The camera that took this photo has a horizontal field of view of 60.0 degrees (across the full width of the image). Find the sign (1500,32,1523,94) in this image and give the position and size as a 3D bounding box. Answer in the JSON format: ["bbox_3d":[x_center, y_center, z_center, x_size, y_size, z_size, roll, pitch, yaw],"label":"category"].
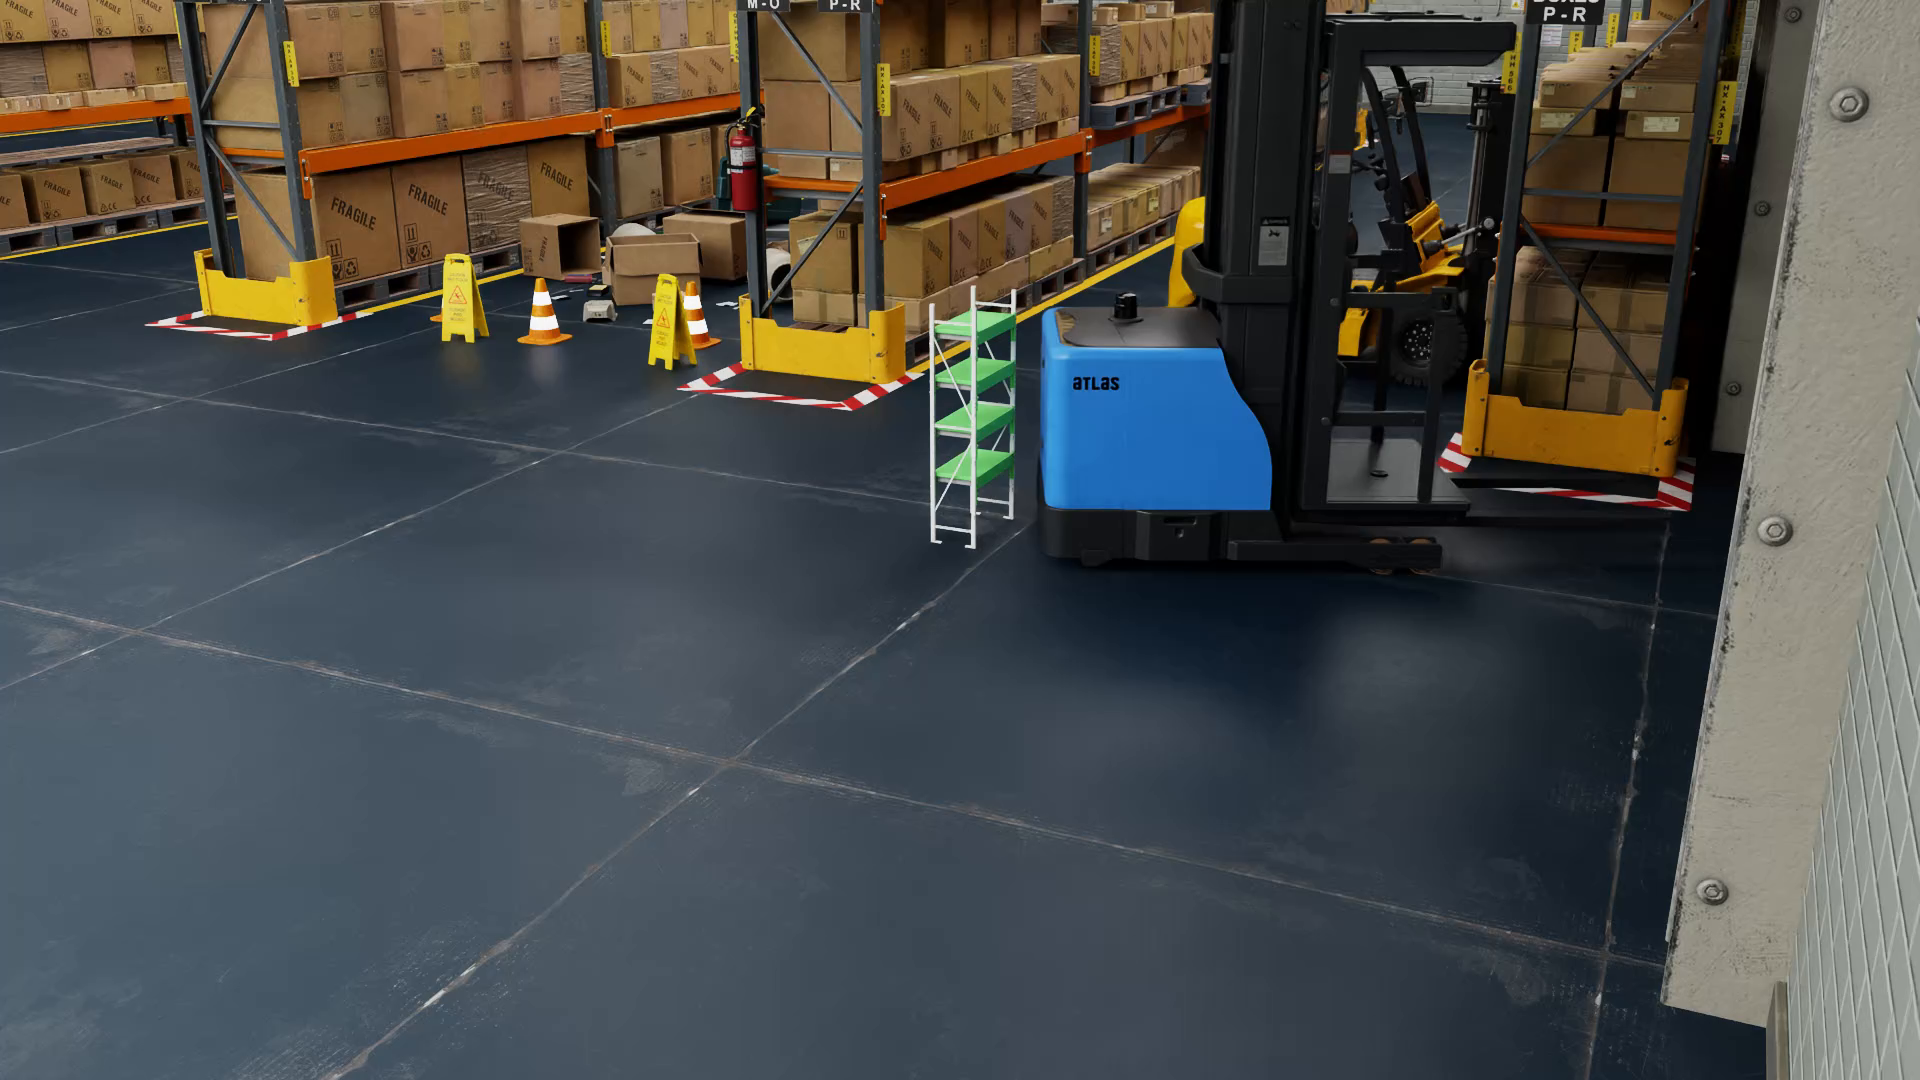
[{"bbox_3d":[3.049,-2.632,9.174,0.100,0.325,0.005,9,21,23],"label":"sign"}]

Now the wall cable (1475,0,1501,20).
[{"bbox_3d":[9.147,-9.482,29.000,0.588,1.984,0.122,9,21,23],"label":"wall cable"}]

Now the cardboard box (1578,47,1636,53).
[{"bbox_3d":[4.775,-3.555,12.290,0.380,0.149,0.250,9,21,24],"label":"cardboard box"}]

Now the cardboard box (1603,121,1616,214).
[{"bbox_3d":[3.721,-2.287,10.136,0.500,0.500,0.500,9,22,24],"label":"cardboard box"}]

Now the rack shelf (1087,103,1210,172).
[{"bbox_3d":[1.466,-4.071,16.376,1.077,0.370,4.000,9,21,23],"label":"rack shelf"}]

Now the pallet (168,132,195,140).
[{"bbox_3d":[-10.990,-5.994,24.870,1.003,0.211,1.213,9,21,23],"label":"pallet"}]

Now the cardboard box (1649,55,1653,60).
[{"bbox_3d":[5.610,-4.001,13.988,0.380,0.149,0.250,9,21,23],"label":"cardboard box"}]

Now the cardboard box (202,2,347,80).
[{"bbox_3d":[-5.361,-3.912,13.019,0.875,0.550,0.550,9,21,23],"label":"cardboard box"}]

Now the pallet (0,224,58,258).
[{"bbox_3d":[-9.636,-2.889,16.139,1.003,0.211,1.213,9,21,23],"label":"pallet"}]

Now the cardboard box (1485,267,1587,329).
[{"bbox_3d":[3.443,-1.453,9.925,0.500,0.250,0.500,9,22,25],"label":"cardboard box"}]

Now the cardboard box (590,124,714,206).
[{"bbox_3d":[-3.340,-4.081,18.062,1.050,0.750,0.750,9,21,23],"label":"cardboard box"}]

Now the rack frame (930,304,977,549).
[{"bbox_3d":[-0.032,-0.541,8.063,0.240,1.200,0.015,9,21,23],"label":"rack frame"}]

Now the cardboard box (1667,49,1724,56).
[{"bbox_3d":[5.321,-3.473,12.058,0.380,0.149,0.250,9,21,23],"label":"cardboard box"}]

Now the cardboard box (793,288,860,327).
[{"bbox_3d":[-0.896,-1.770,12.308,0.500,0.250,0.500,8,21,22],"label":"cardboard box"}]

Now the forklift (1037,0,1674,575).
[{"bbox_3d":[1.914,-1.397,7.885,3.031,2.935,1.130,0,20,1],"label":"forklift"}]

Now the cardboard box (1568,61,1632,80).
[{"bbox_3d":[4.116,-2.997,10.721,0.380,0.149,0.250,9,21,23],"label":"cardboard box"}]

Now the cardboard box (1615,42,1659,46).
[{"bbox_3d":[6.415,-4.637,15.777,0.380,0.149,0.250,9,22,24],"label":"cardboard box"}]

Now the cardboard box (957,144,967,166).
[{"bbox_3d":[-0.169,-2.837,12.208,0.380,0.149,0.250,9,22,24],"label":"cardboard box"}]

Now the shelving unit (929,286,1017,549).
[{"bbox_3d":[0.068,-0.616,8.273,0.258,1.200,0.503,9,21,23],"label":"shelving unit"}]

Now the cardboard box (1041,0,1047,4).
[{"bbox_3d":[1.043,-8.600,25.951,0.500,0.500,0.500,8,21,22],"label":"cardboard box"}]

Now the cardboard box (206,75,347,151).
[{"bbox_3d":[-5.438,-3.415,13.233,0.875,0.550,0.550,9,21,23],"label":"cardboard box"}]

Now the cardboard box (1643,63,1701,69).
[{"bbox_3d":[4.530,-2.931,10.536,0.380,0.149,0.250,9,21,23],"label":"cardboard box"}]

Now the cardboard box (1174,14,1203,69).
[{"bbox_3d":[2.150,-5.070,16.891,0.500,0.500,0.500,8,21,22],"label":"cardboard box"}]

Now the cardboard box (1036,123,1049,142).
[{"bbox_3d":[0.519,-3.394,13.774,0.380,0.149,0.250,9,21,23],"label":"cardboard box"}]

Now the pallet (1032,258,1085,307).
[{"bbox_3d":[0.404,-2.275,14.413,1.003,0.211,1.213,9,21,23],"label":"pallet"}]

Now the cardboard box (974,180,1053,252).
[{"bbox_3d":[0.442,-2.681,13.751,0.500,0.500,0.500,9,21,24],"label":"cardboard box"}]

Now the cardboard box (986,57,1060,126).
[{"bbox_3d":[0.487,-3.658,13.547,0.500,0.500,0.500,9,22,25],"label":"cardboard box"}]

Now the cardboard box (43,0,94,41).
[{"bbox_3d":[-8.945,-5.183,16.345,0.500,0.500,0.500,9,21,23],"label":"cardboard box"}]

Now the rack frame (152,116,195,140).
[{"bbox_3d":[-11.275,-7.061,23.709,1.000,3.000,0.127,9,21,23],"label":"rack frame"}]

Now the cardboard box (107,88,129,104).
[{"bbox_3d":[-8.771,-4.559,17.049,0.380,0.149,0.250,9,21,23],"label":"cardboard box"}]

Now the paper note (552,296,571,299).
[{"bbox_3d":[-3.375,-2.058,14.076,0.144,0.017,0.142,18,26,41],"label":"paper note"}]

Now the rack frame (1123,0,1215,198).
[{"bbox_3d":[2.285,-5.022,17.975,1.000,3.000,0.127,9,21,23],"label":"rack frame"}]

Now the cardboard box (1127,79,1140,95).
[{"bbox_3d":[1.461,-4.249,15.551,0.380,0.149,0.250,9,21,24],"label":"cardboard box"}]

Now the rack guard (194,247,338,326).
[{"bbox_3d":[-5.559,-2.039,13.320,1.175,0.500,0.348,9,21,23],"label":"rack guard"}]

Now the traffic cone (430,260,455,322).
[{"bbox_3d":[-4.036,-1.997,13.255,0.336,0.463,0.334,9,21,23],"label":"traffic cone"}]

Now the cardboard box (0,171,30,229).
[{"bbox_3d":[-9.548,-3.332,16.328,0.500,0.500,0.500,15,25,37],"label":"cardboard box"}]

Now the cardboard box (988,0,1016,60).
[{"bbox_3d":[0.039,-4.199,13.577,0.700,0.500,0.500,9,21,23],"label":"cardboard box"}]

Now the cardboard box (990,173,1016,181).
[{"bbox_3d":[0.159,-2.911,14.398,0.500,0.500,0.500,10,22,25],"label":"cardboard box"}]

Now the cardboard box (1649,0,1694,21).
[{"bbox_3d":[9.045,-6.650,21.214,0.500,0.500,0.500,9,22,24],"label":"cardboard box"}]

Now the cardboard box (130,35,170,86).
[{"bbox_3d":[-8.872,-5.069,17.514,0.875,0.500,0.500,9,21,23],"label":"cardboard box"}]

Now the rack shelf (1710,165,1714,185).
[{"bbox_3d":[5.996,-3.391,14.464,1.077,0.370,4.000,9,21,23],"label":"rack shelf"}]

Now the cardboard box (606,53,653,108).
[{"bbox_3d":[-3.450,-4.618,16.691,0.500,0.500,0.500,9,21,23],"label":"cardboard box"}]

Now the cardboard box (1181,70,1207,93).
[{"bbox_3d":[2.714,-5.066,18.324,0.500,0.250,0.500,8,21,22],"label":"cardboard box"}]

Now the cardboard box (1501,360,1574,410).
[{"bbox_3d":[3.443,-0.985,10.103,0.500,0.250,0.500,9,21,23],"label":"cardboard box"}]

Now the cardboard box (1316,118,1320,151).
[{"bbox_3d":[4.278,-5.412,22.270,0.875,0.438,0.875,8,21,22],"label":"cardboard box"}]

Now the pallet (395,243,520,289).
[{"bbox_3d":[-4.792,-2.537,15.151,1.003,0.211,1.213,9,21,23],"label":"pallet"}]

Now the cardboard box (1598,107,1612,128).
[{"bbox_3d":[3.665,-2.546,9.898,0.380,0.149,0.250,9,21,24],"label":"cardboard box"}]

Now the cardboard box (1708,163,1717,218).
[{"bbox_3d":[7.462,-3.599,17.080,0.500,0.500,0.500,9,21,23],"label":"cardboard box"}]

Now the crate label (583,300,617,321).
[{"bbox_3d":[-2.879,-1.833,13.281,0.250,0.136,0.298,-2,20,-5],"label":"crate label"}]

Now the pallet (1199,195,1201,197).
[{"bbox_3d":[2.676,-3.938,19.091,1.003,0.211,1.213,9,21,23],"label":"pallet"}]

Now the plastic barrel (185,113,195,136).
[{"bbox_3d":[-11.090,-6.388,24.430,0.600,0.830,0.708,9,21,23],"label":"plastic barrel"}]

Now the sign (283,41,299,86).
[{"bbox_3d":[-5.045,-3.591,12.544,0.100,0.325,0.005,9,21,23],"label":"sign"}]

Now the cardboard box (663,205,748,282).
[{"bbox_3d":[-2.206,-2.635,14.788,0.797,0.637,0.503,9,21,23],"label":"cardboard box"}]

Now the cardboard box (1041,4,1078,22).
[{"bbox_3d":[0.900,-4.874,15.372,0.380,0.149,0.250,8,21,21],"label":"cardboard box"}]

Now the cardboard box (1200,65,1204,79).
[{"bbox_3d":[2.321,-4.877,17.316,0.380,0.149,0.250,9,21,24],"label":"cardboard box"}]
